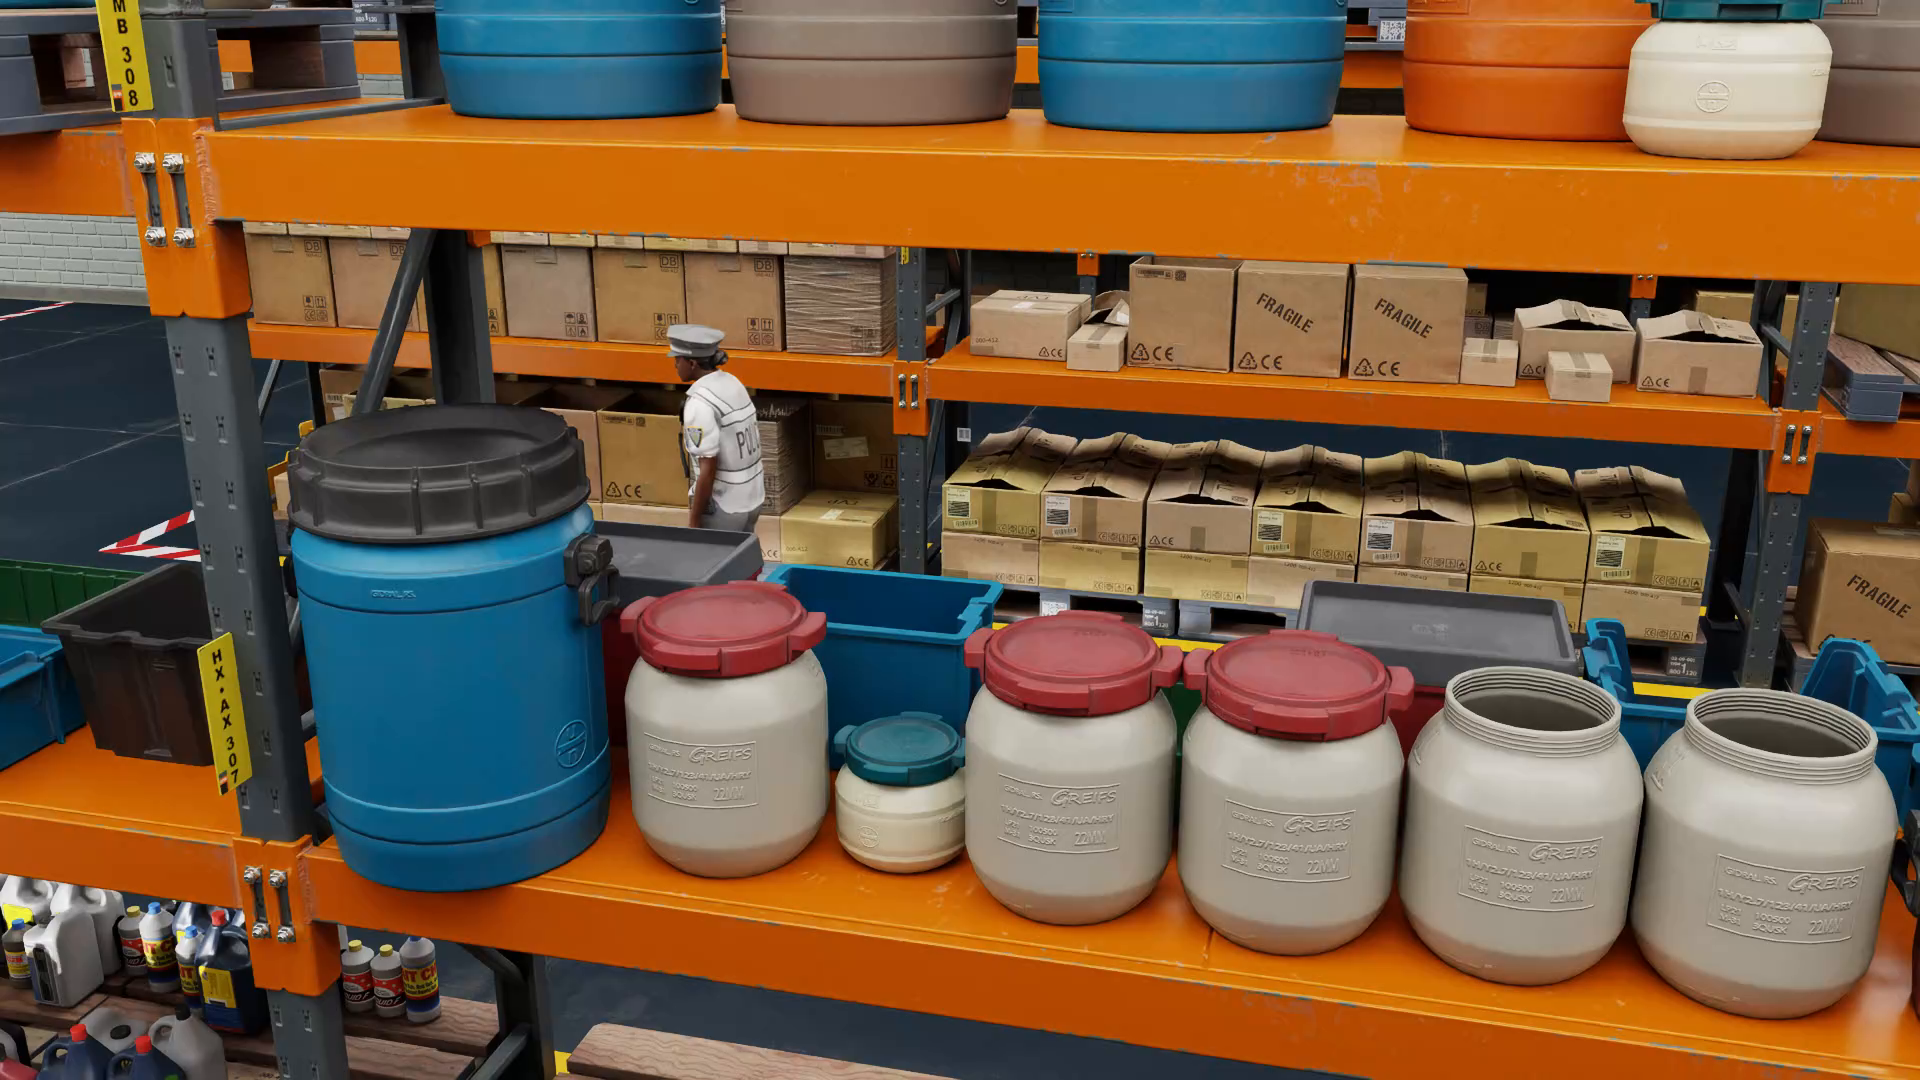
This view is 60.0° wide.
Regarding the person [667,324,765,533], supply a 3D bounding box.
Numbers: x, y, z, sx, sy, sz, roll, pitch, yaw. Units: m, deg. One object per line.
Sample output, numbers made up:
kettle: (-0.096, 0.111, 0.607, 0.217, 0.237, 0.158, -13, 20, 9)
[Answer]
person: (-1.085, -0.144, 7.492, 0.392, 1.659, 0.505, 5, 19, 14)
